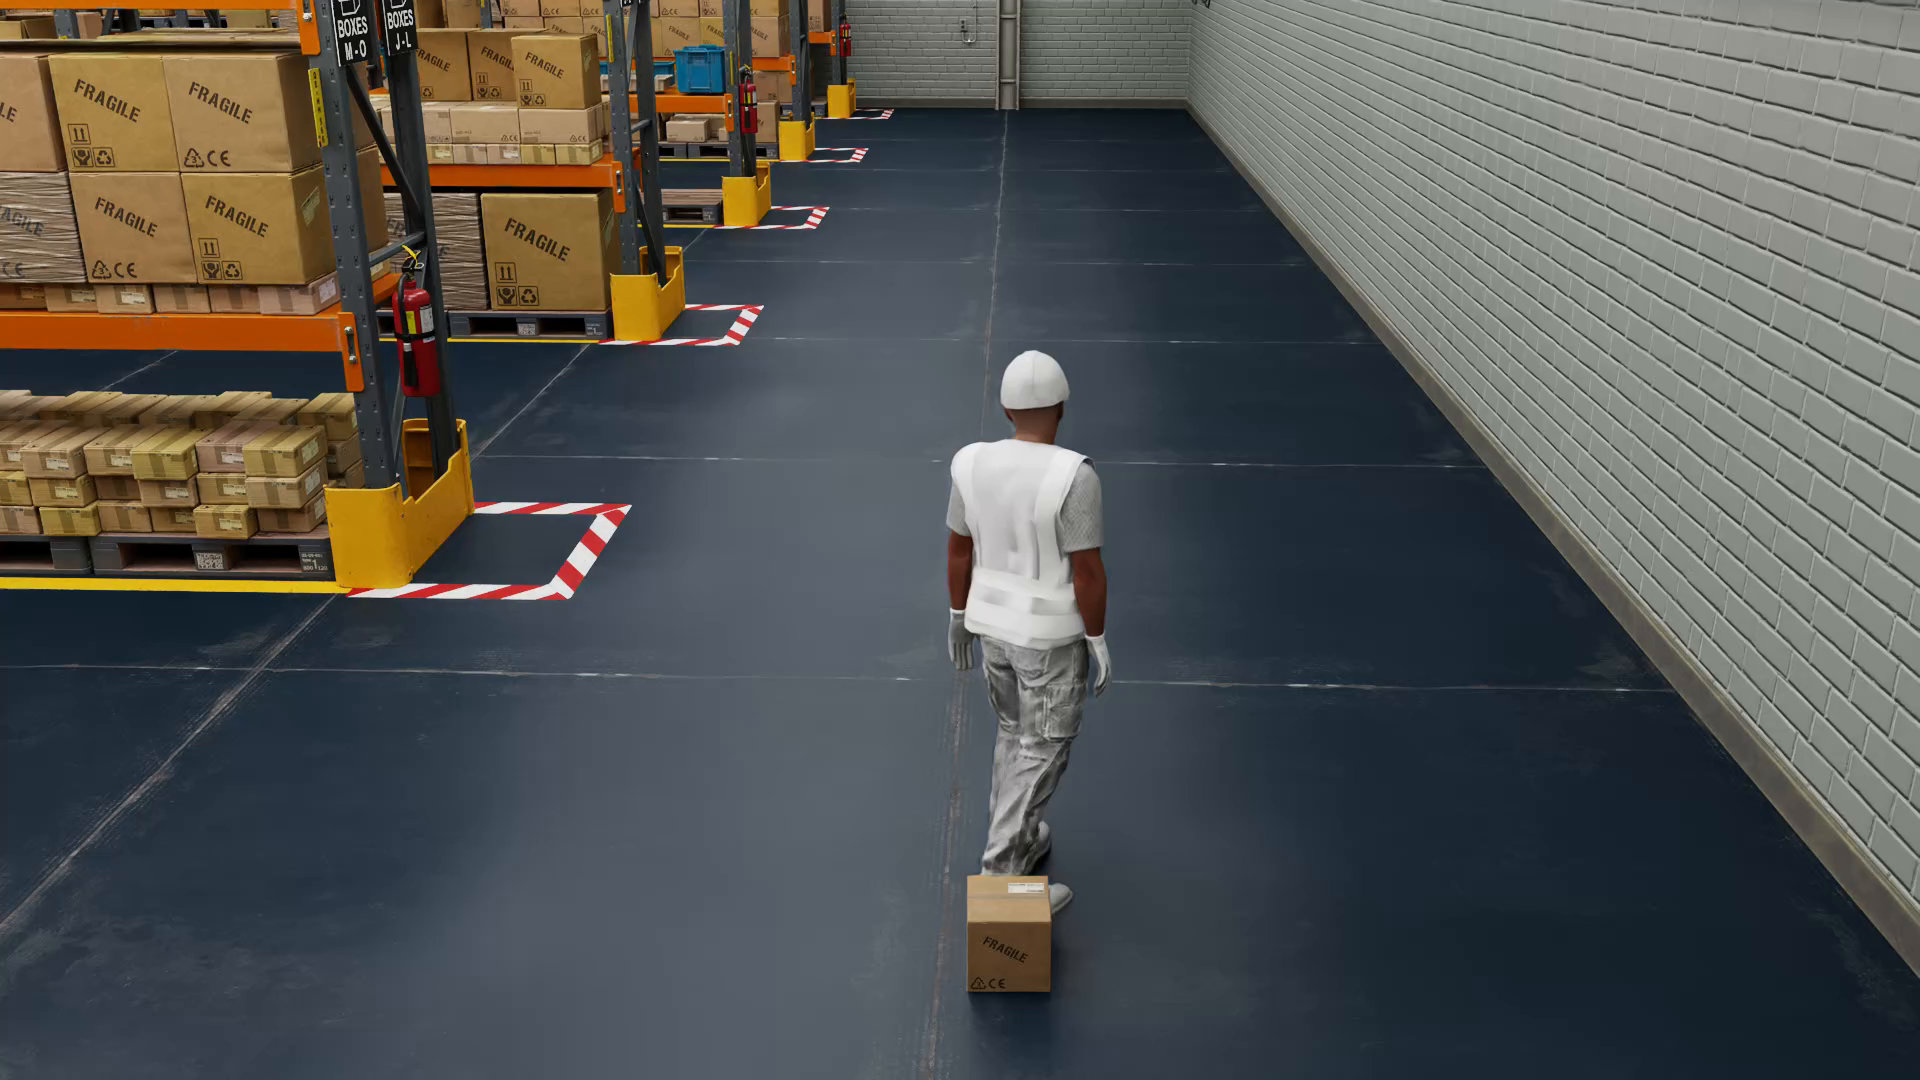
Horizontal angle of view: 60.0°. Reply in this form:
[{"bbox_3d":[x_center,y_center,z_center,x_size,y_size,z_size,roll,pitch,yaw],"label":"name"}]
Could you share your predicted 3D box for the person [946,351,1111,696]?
[{"bbox_3d":[0.242,-0.042,5.185,0.586,1.082,0.385,16,26,37],"label":"person"}]
